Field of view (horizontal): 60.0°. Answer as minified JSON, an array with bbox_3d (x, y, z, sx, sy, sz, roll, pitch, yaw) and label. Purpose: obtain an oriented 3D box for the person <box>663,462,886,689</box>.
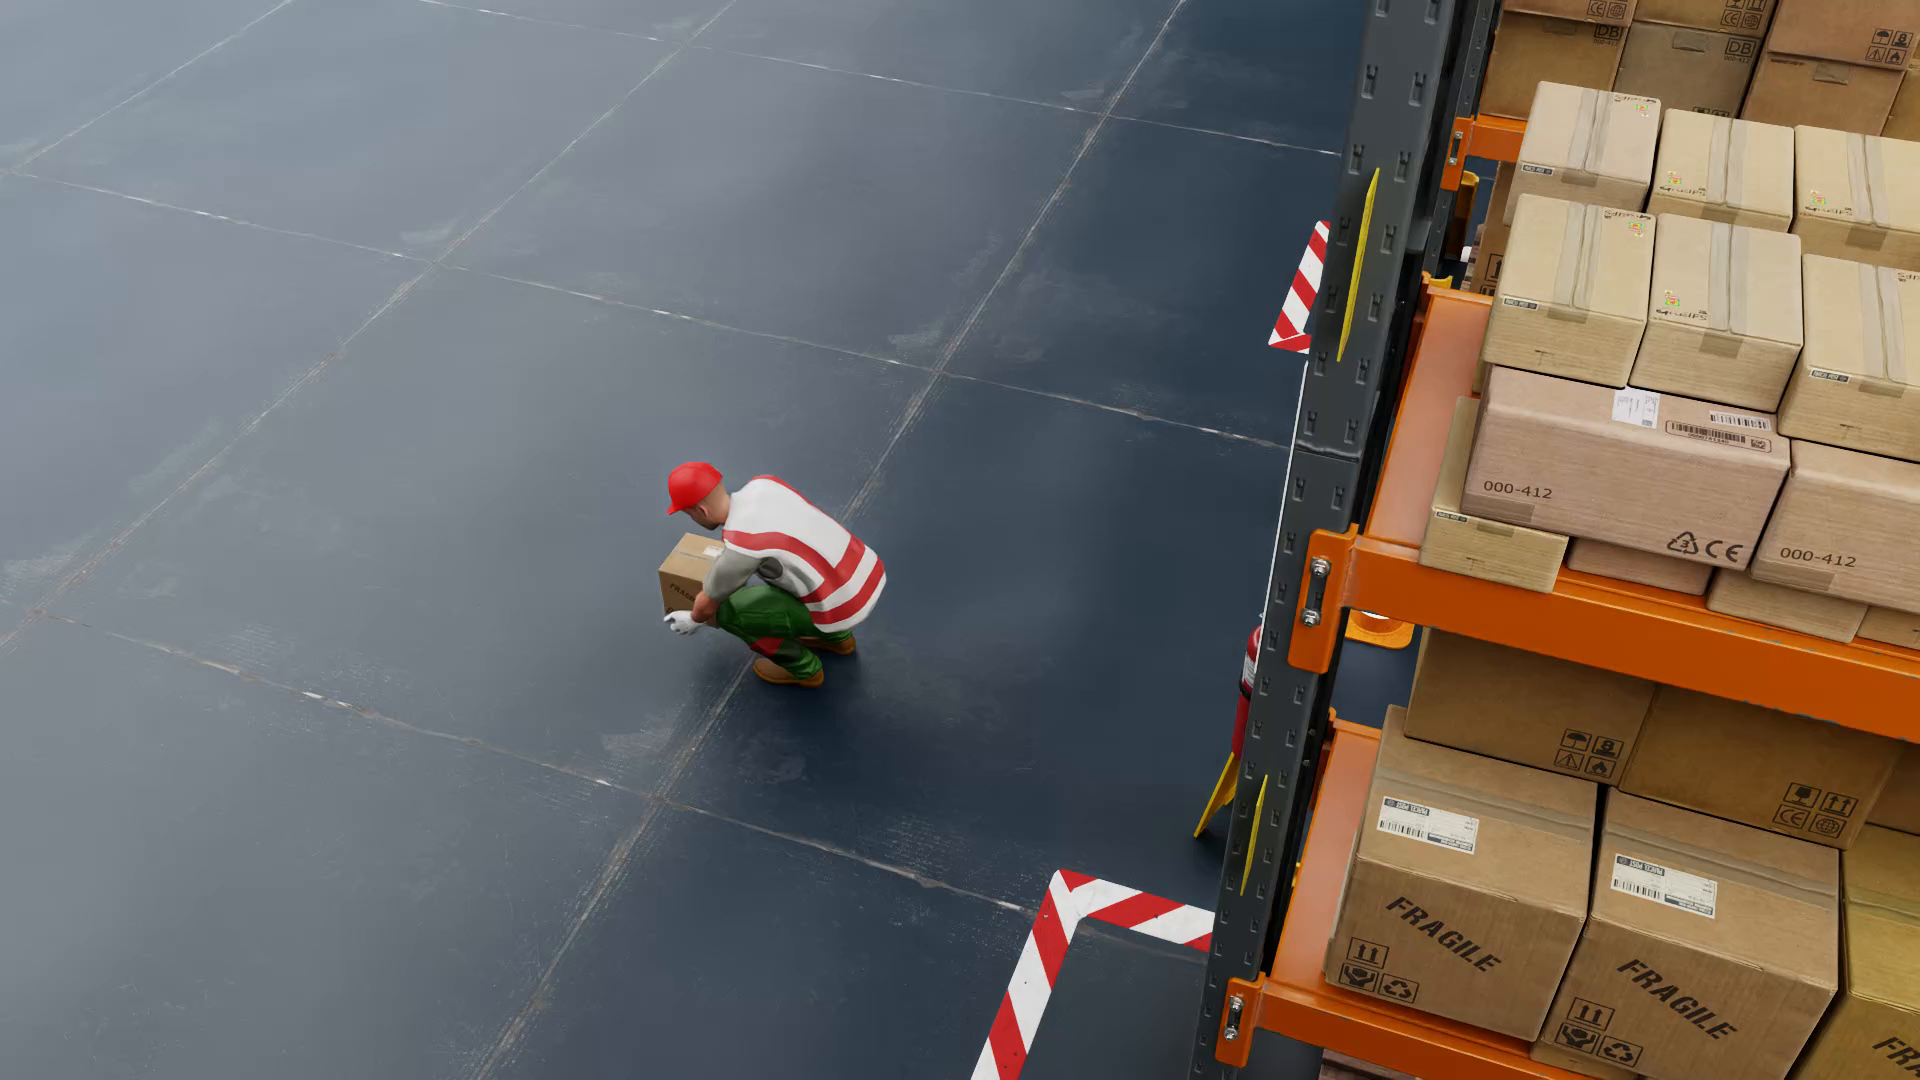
[{"bbox_3d":[-0.746,0.124,6.610,0.874,0.992,0.572,14,43,15],"label":"person"}]
